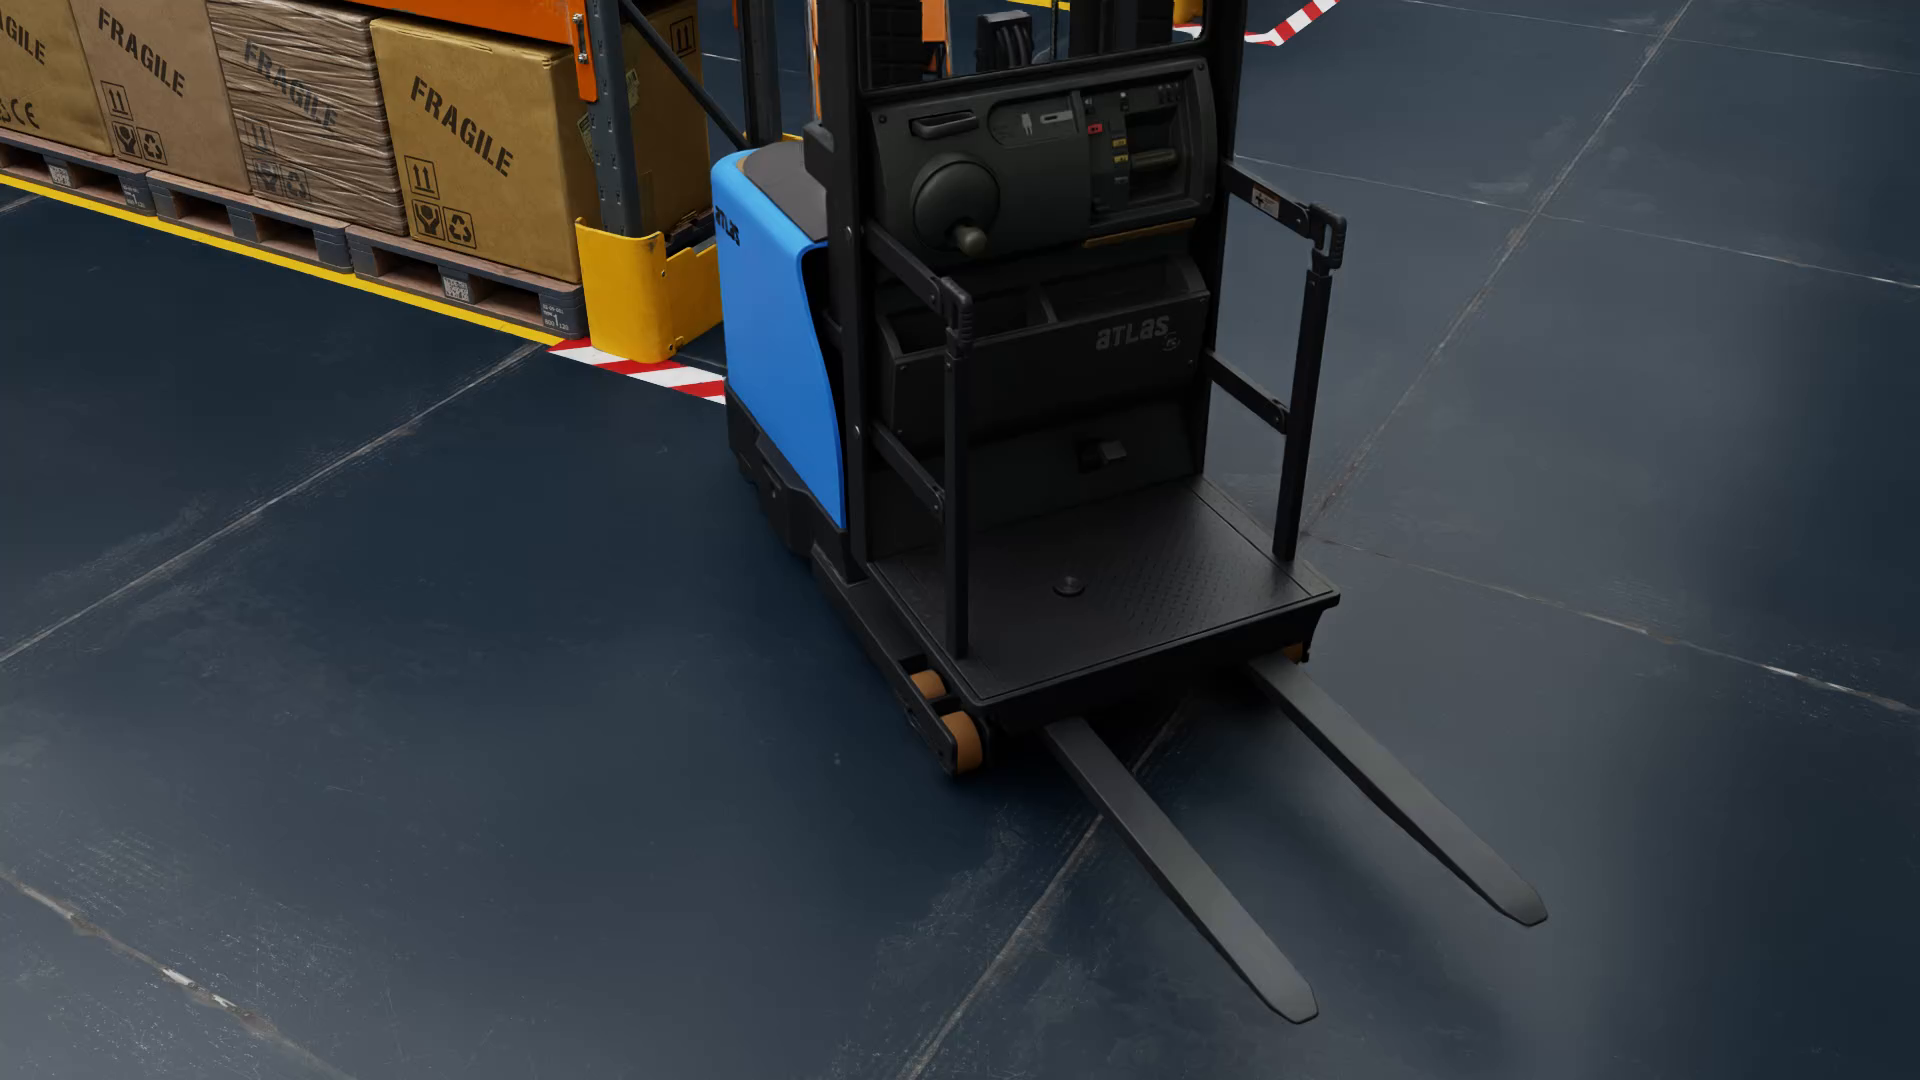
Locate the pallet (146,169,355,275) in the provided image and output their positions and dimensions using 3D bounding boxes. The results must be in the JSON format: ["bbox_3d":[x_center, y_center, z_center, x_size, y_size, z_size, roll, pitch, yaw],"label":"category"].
[{"bbox_3d":[-2.807,-1.589,7.445,1.213,0.211,1.003,18,37,24],"label":"pallet"}]

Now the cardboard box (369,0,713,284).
[{"bbox_3d":[-1.615,-1.659,6.573,0.875,0.875,0.875,18,37,24],"label":"cardboard box"}]

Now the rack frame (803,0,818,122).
[{"bbox_3d":[-0.547,-1.765,6.087,0.015,2.100,0.400,-3,0,-6],"label":"rack frame"}]

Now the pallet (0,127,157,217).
[{"bbox_3d":[-3.871,-1.924,7.948,1.213,0.211,1.003,18,37,24],"label":"pallet"}]

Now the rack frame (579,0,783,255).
[{"bbox_3d":[-1.019,-2.231,5.894,0.127,3.000,1.000,18,37,24],"label":"rack frame"}]

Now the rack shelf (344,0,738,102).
[{"bbox_3d":[-2.756,-2.482,6.920,4.000,0.370,1.077,18,37,24],"label":"rack shelf"}]

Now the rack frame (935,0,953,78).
[{"bbox_3d":[-0.062,-1.794,6.138,0.015,2.100,0.400,-3,0,-6],"label":"rack frame"}]

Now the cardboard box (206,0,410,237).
[{"bbox_3d":[-2.405,-1.909,6.949,0.875,0.875,0.875,18,37,24],"label":"cardboard box"}]

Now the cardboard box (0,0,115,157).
[{"bbox_3d":[-3.959,-2.402,7.688,0.875,0.875,0.875,18,37,24],"label":"cardboard box"}]

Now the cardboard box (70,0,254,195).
[{"bbox_3d":[-3.177,-2.154,7.317,0.875,0.875,0.875,18,37,24],"label":"cardboard box"}]

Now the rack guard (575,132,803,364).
[{"bbox_3d":[-0.998,-1.184,6.577,0.348,0.500,1.175,18,37,24],"label":"rack guard"}]

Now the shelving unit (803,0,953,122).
[{"bbox_3d":[-0.305,-1.780,6.113,0.503,2.100,0.431,-3,0,-6],"label":"shelving unit"}]

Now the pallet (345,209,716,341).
[{"bbox_3d":[-1.752,-1.253,6.941,1.213,0.211,1.003,18,37,24],"label":"pallet"}]

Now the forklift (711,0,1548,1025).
[{"bbox_3d":[0.320,-0.888,3.939,1.130,2.935,3.031,-15,37,-21],"label":"forklift"}]

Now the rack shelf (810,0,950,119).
[{"bbox_3d":[-0.304,-1.766,6.113,0.480,0.518,0.431,-3,0,-6],"label":"rack shelf"}]

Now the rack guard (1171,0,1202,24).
[{"bbox_3d":[1.466,-3.574,10.166,0.348,0.500,1.175,18,37,24],"label":"rack guard"}]
